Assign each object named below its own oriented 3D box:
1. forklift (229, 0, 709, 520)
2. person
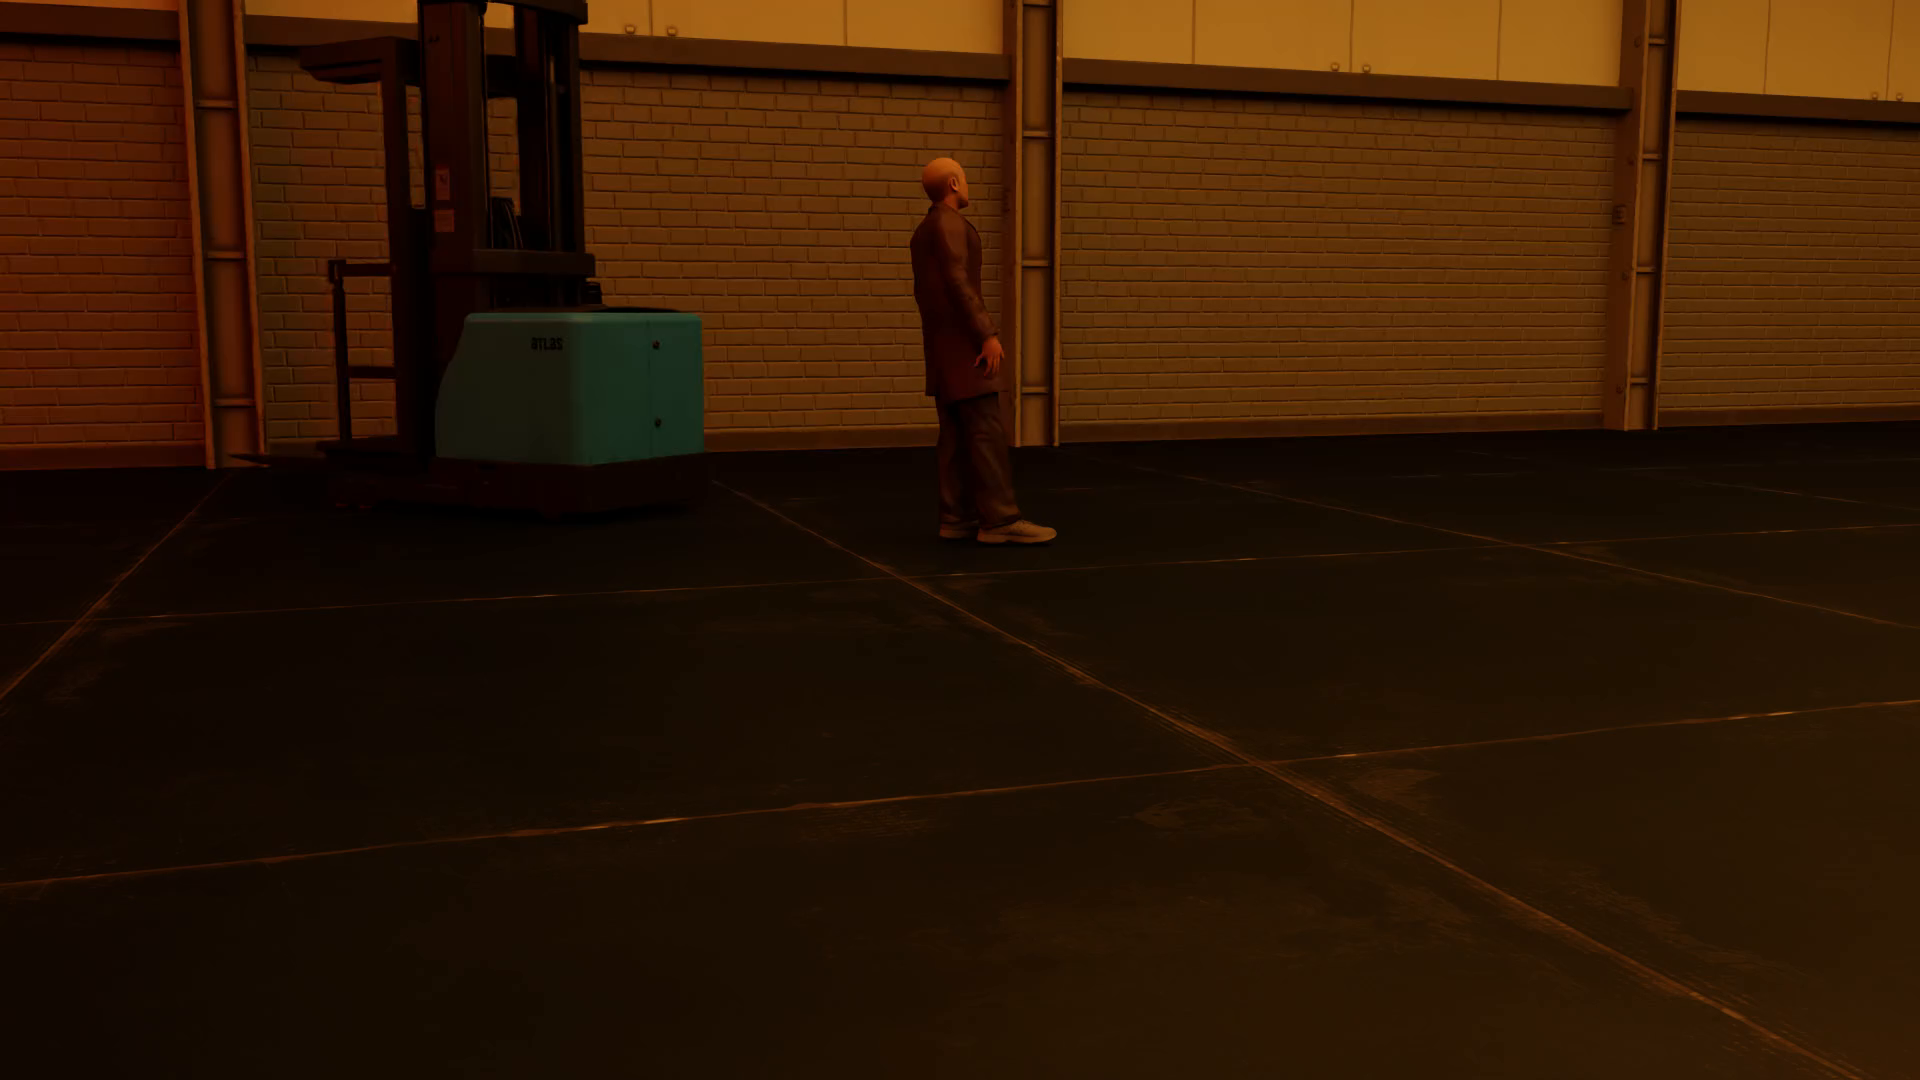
[{"bbox_3d":[-2.925,-1.675,9.363,3.031,2.935,1.130,4,9,30],"label":"forklift"},{"bbox_3d":[0.088,-0.891,7.827,0.582,1.776,0.696,-3,8,-18],"label":"person"}]
